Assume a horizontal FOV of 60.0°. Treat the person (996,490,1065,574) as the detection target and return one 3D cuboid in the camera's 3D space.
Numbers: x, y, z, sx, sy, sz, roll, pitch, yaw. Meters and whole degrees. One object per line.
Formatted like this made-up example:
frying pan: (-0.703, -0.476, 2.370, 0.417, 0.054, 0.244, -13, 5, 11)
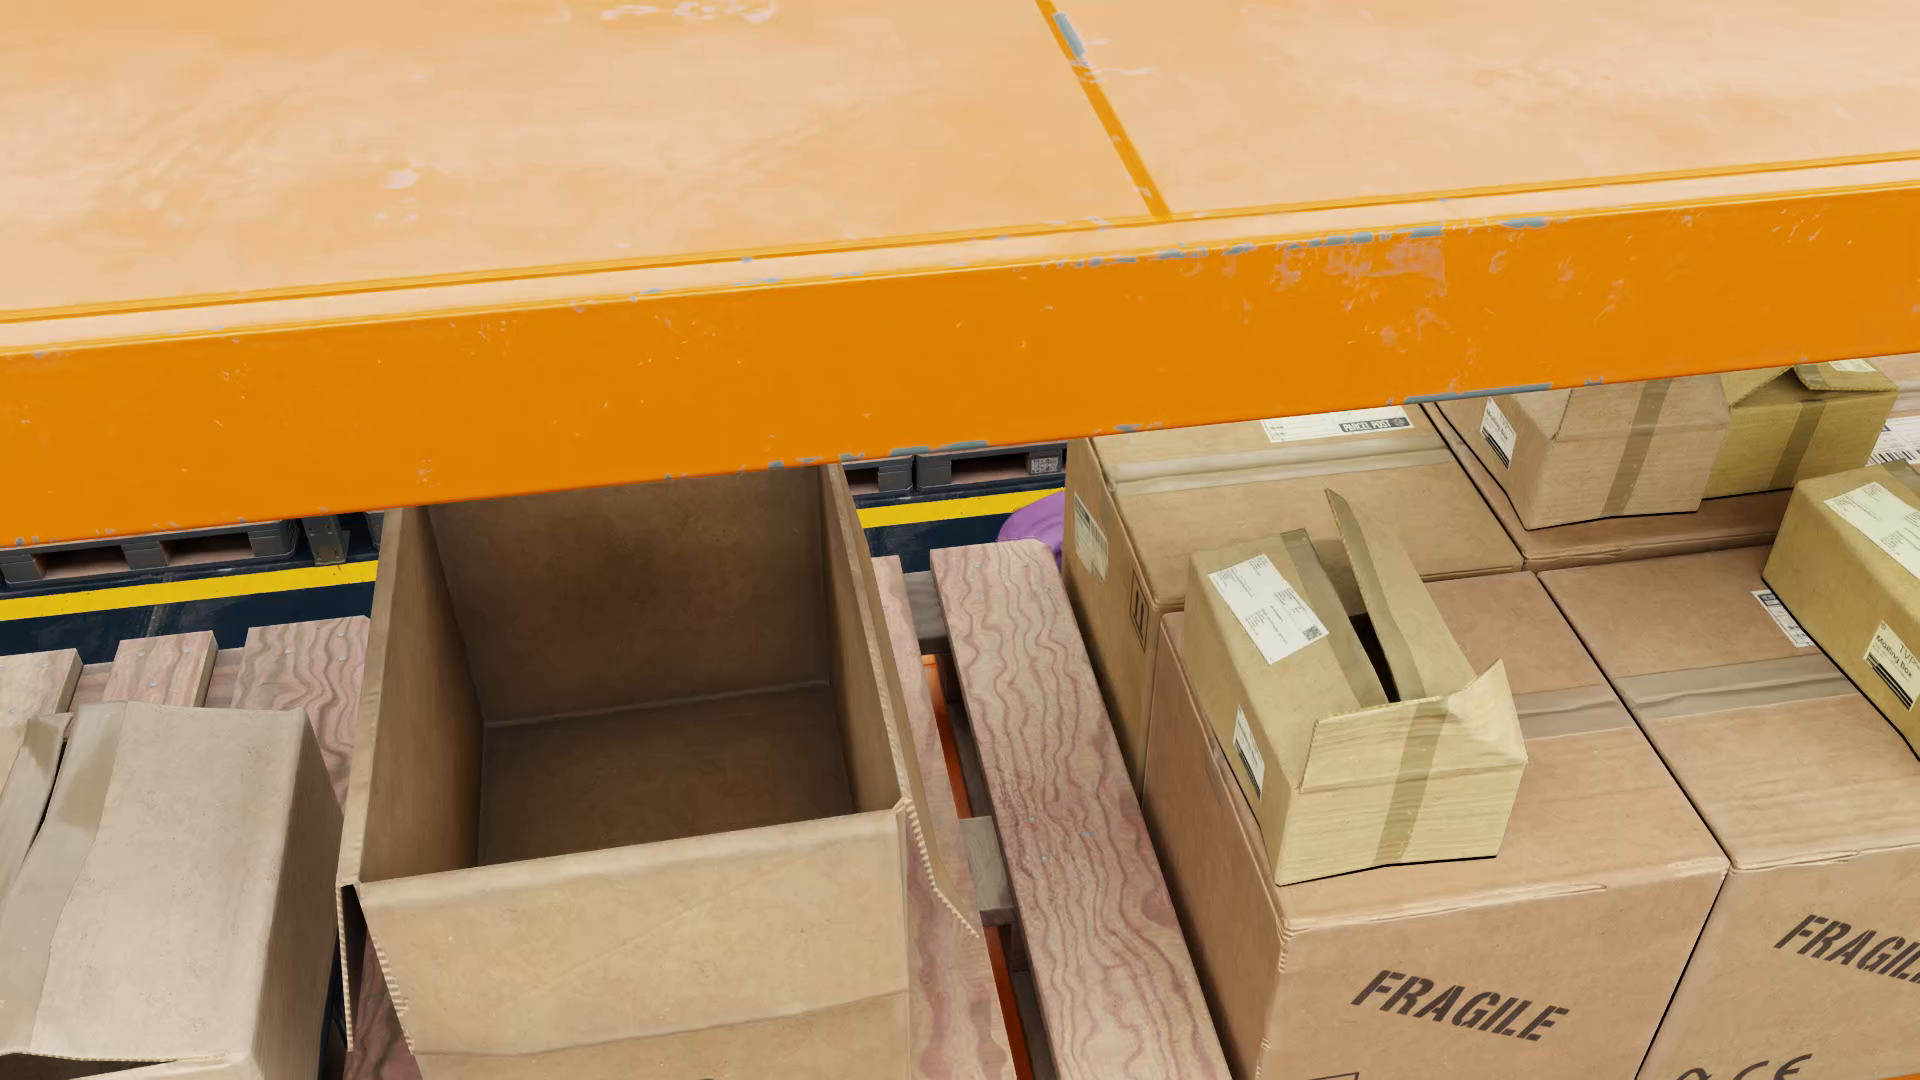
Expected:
person: (0.564, 0.064, 6.827, 0.847, 0.734, 0.427, -7, 40, -9)
